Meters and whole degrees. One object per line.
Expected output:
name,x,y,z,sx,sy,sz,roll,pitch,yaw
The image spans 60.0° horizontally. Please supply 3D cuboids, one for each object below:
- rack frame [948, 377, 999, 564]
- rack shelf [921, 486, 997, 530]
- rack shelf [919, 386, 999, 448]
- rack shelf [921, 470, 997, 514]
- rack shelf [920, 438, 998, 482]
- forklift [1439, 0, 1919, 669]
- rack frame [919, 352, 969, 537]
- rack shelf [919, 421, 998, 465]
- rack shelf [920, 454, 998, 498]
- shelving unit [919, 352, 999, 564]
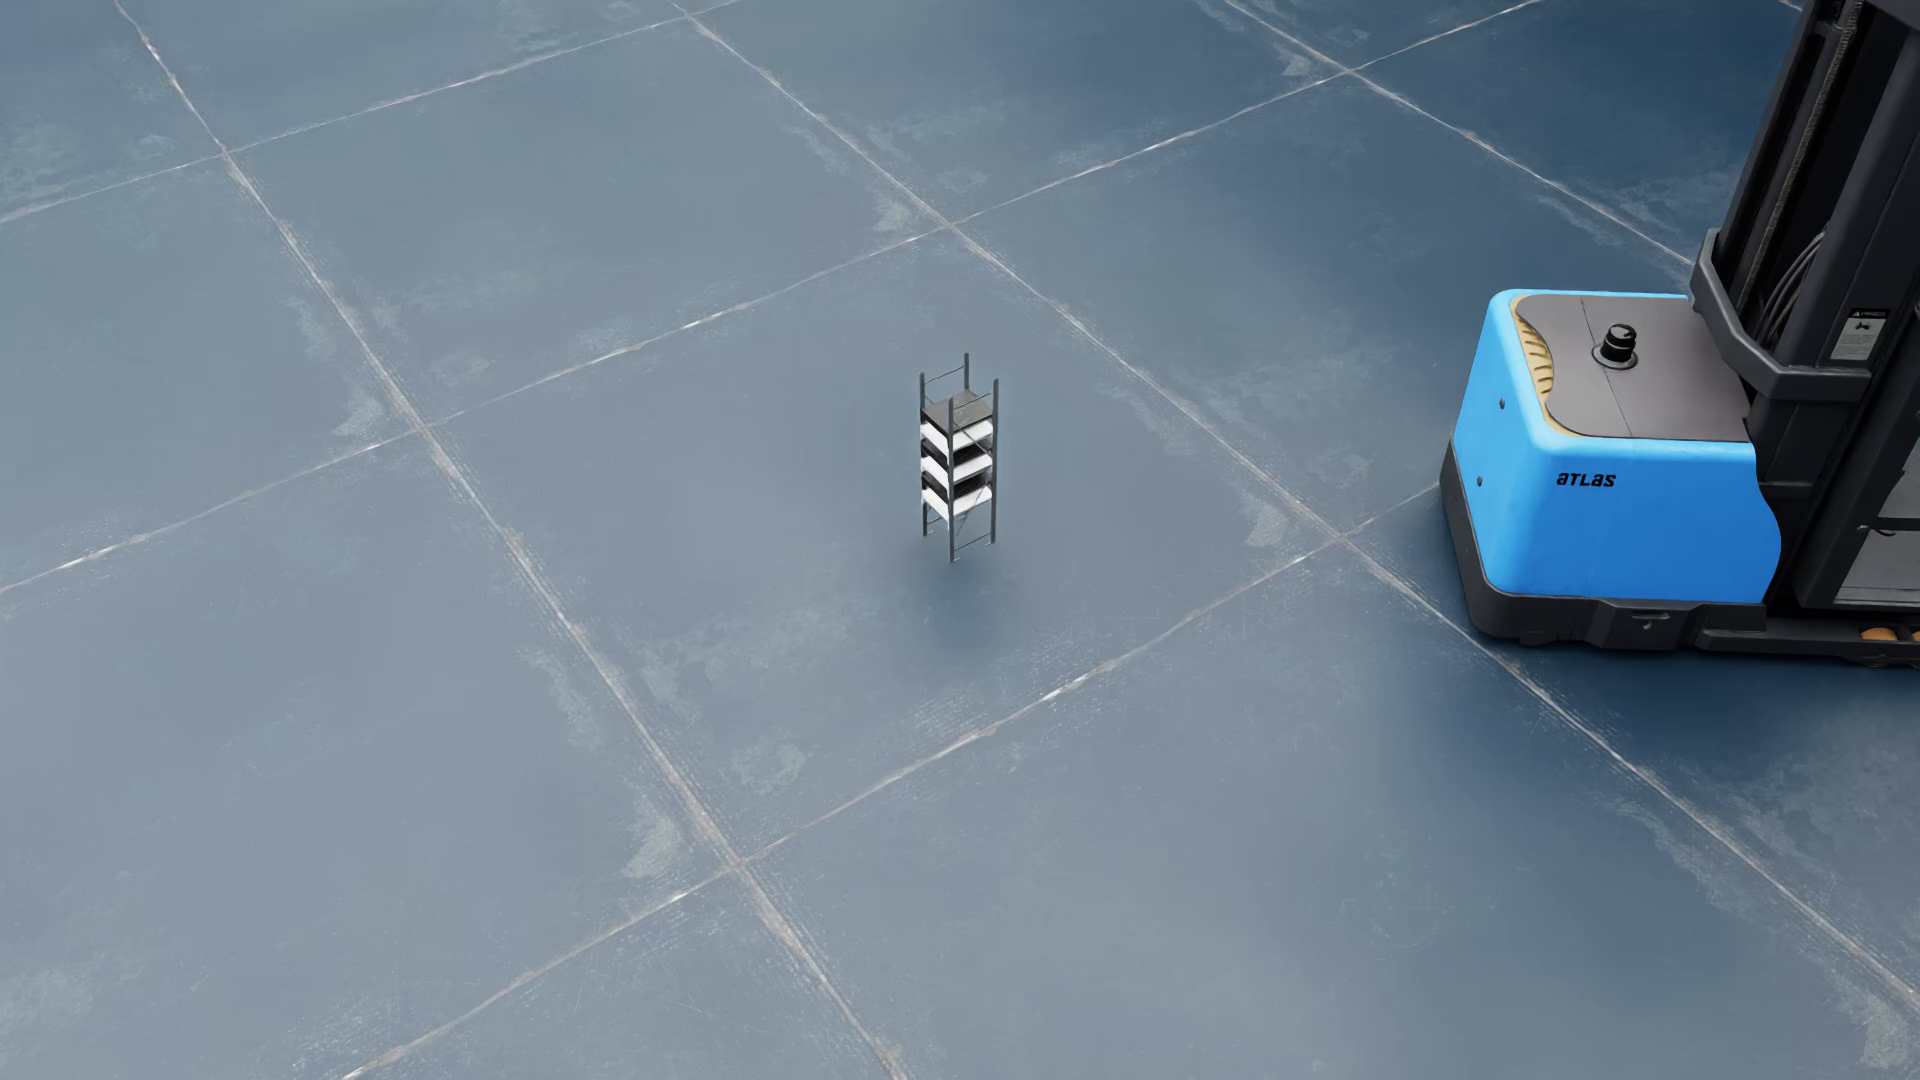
rack frame,0.054,-0.273,6.875,0.240,0.900,0.006,-26,49,-24
rack shelf,-0.005,-0.176,7.082,0.258,0.077,0.200,-26,49,-24
rack shelf,-0.005,-0.501,6.772,0.258,0.077,0.200,-26,49,-24
rack shelf,-0.005,-0.241,7.020,0.258,0.077,0.200,-26,49,-24
rack shelf,-0.005,-0.371,6.896,0.258,0.077,0.200,-26,49,-24
forklift,3.625,-0.921,6.083,3.031,2.935,1.130,2,44,2
rack frame,-0.063,-0.388,6.995,0.240,0.900,0.006,-26,49,-24
rack shelf,-0.005,-0.436,6.834,0.258,0.077,0.200,-26,49,-24
rack shelf,-0.005,-0.306,6.958,0.258,0.077,0.200,-26,49,-24
shelving unit,-0.005,-0.330,6.935,0.258,0.900,0.210,-26,49,-24
